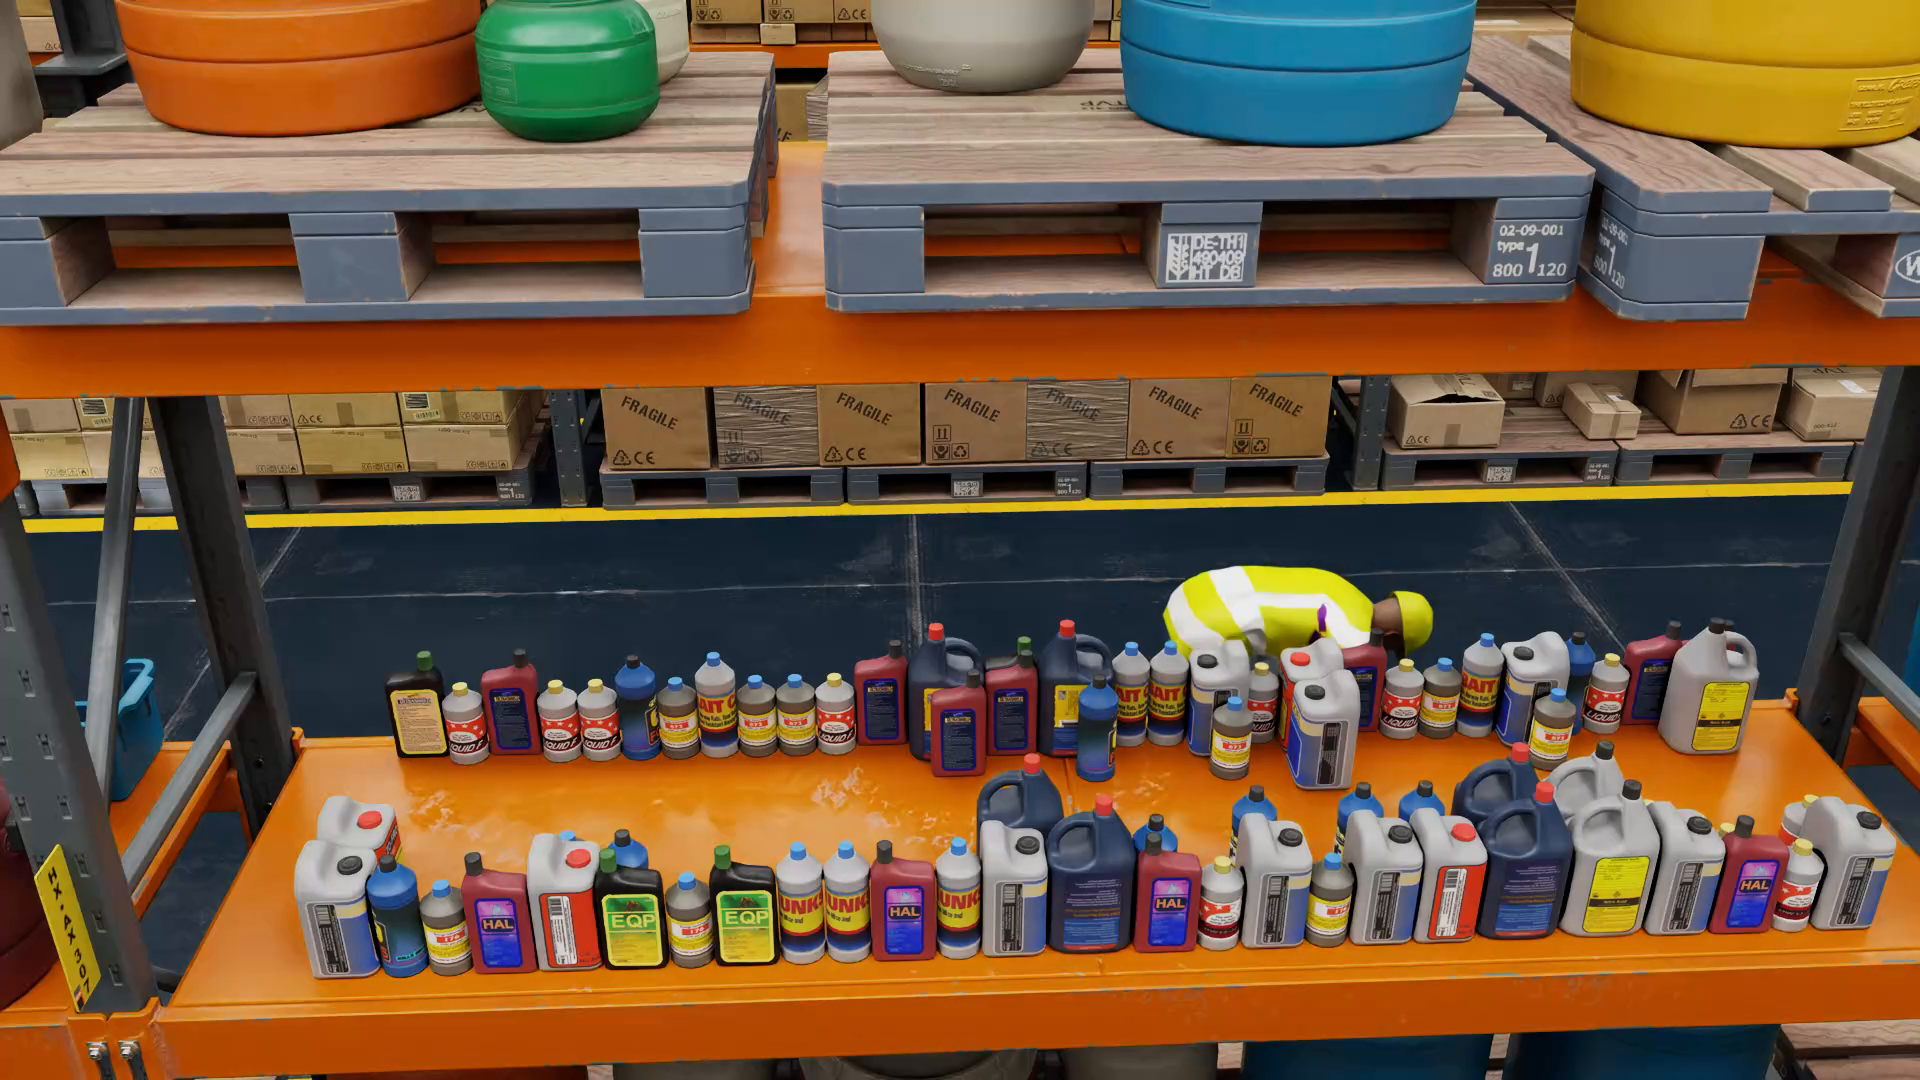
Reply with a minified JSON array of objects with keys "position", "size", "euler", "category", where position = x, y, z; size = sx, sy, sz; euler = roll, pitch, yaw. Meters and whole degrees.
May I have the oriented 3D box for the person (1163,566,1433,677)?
[{"position":[1.230,0.507,6.106],"size":[0.979,0.885,0.507],"euler":[-2,27,-5],"category":"person"}]
